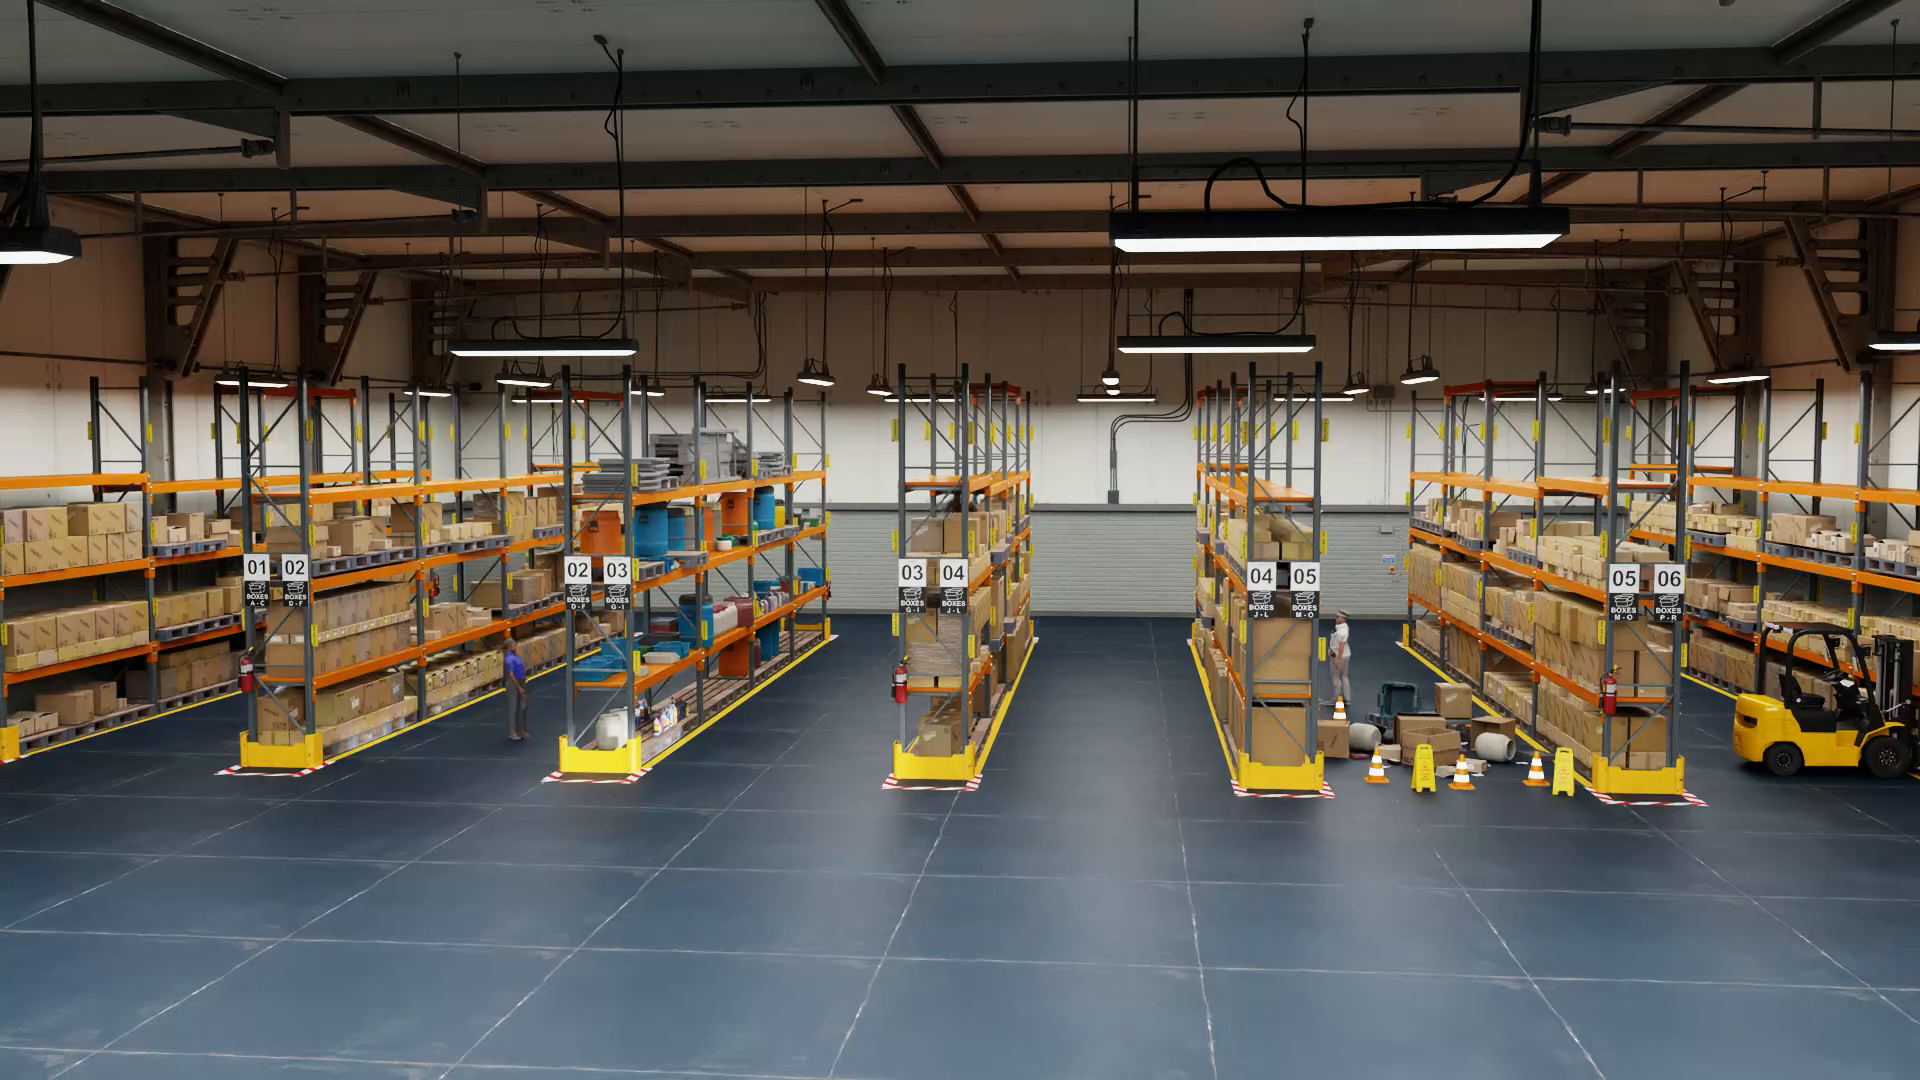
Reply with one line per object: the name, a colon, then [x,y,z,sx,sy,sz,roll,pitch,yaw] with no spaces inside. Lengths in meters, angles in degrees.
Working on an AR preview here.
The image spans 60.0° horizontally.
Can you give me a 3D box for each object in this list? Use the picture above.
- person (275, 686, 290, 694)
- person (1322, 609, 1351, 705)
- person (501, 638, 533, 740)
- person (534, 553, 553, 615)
person: [-12.212,2.149,30.445,0.512,1.777,0.669,3,5,41]
person: [6.986,2.154,30.678,0.454,1.776,0.581,3,5,36]
person: [-7.237,2.454,27.262,0.509,1.664,0.535,1,4,21]
person: [-11.631,1.229,45.529,0.982,1.732,0.641,2,4,24]
